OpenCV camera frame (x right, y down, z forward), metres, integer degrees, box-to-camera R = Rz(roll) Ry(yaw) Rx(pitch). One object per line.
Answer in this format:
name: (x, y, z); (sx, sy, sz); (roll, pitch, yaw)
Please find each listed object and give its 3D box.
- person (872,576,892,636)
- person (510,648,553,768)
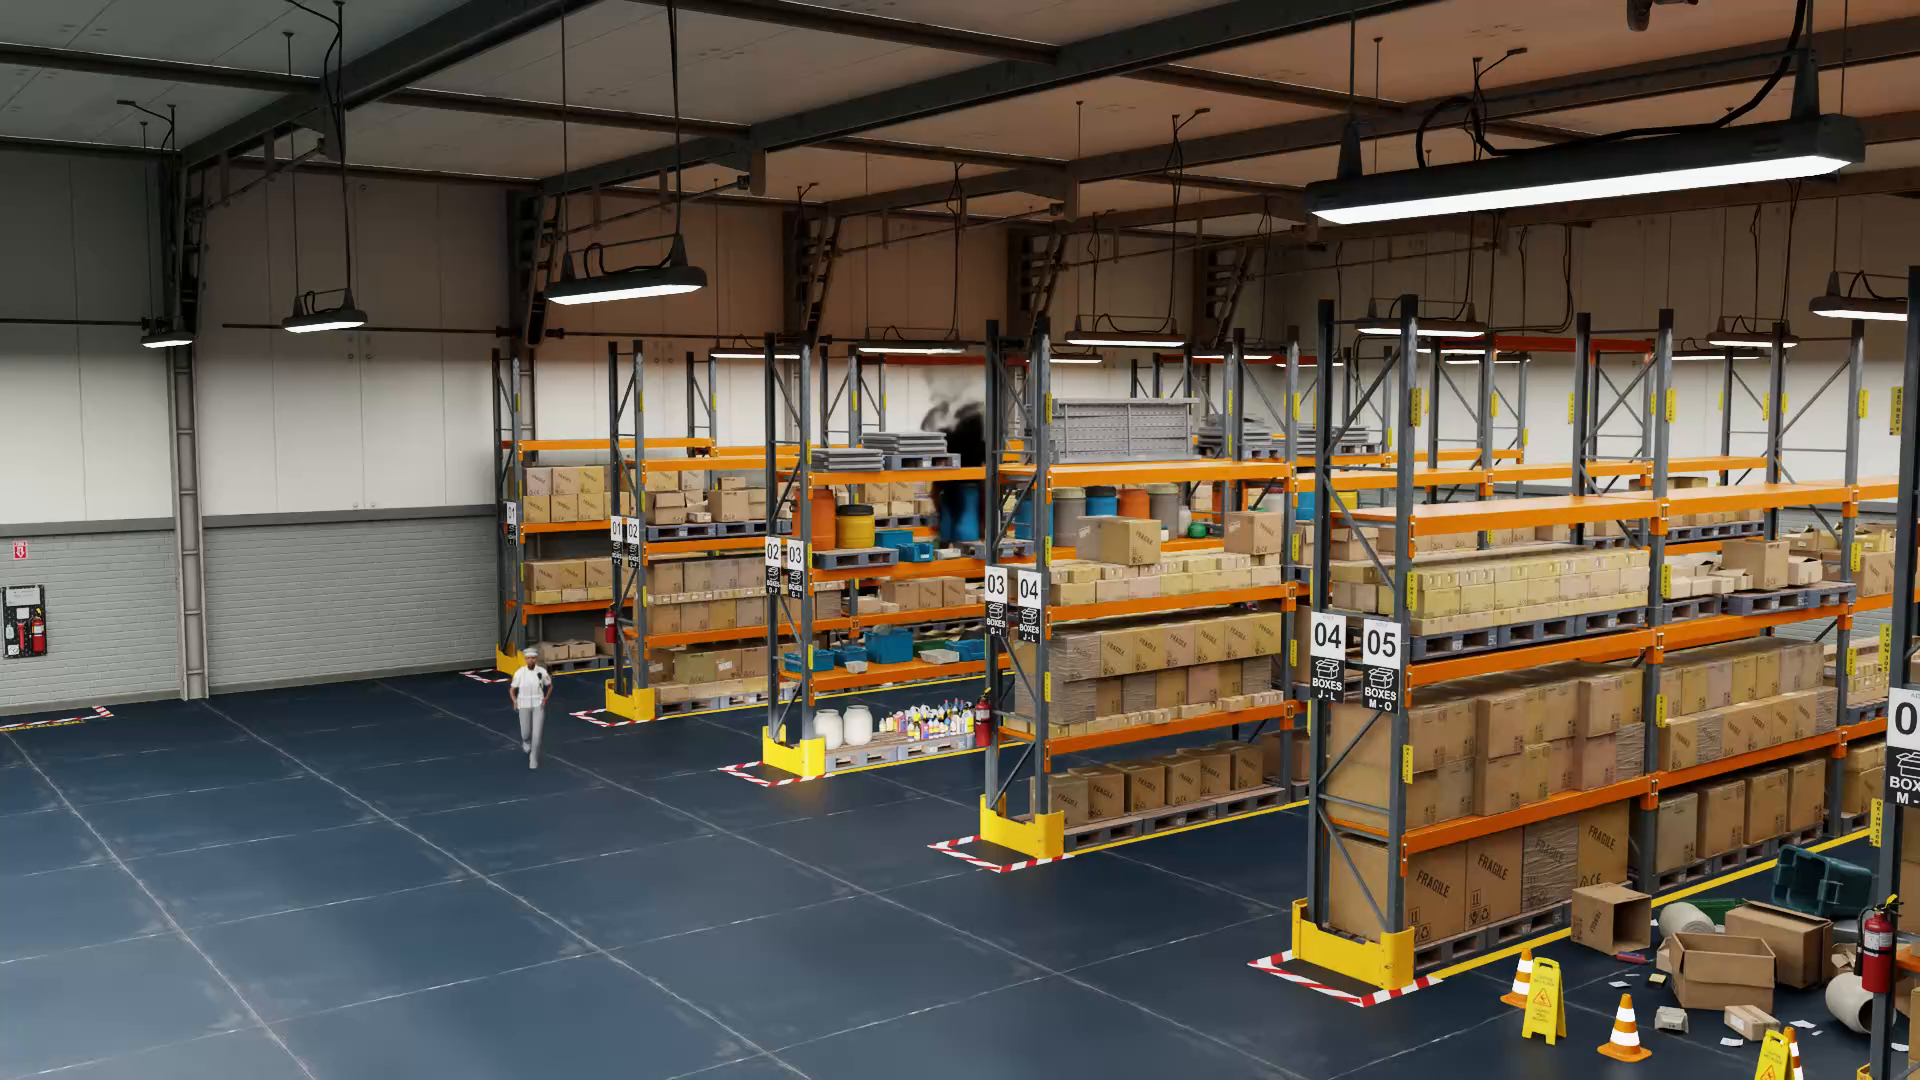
person: (-1.398, 1.528, 31.433); (0.760, 1.755, 0.657); (-4, 6, -36)
person: (-5.965, 2.314, 23.184); (0.586, 1.667, 0.591); (-1, 5, -15)
